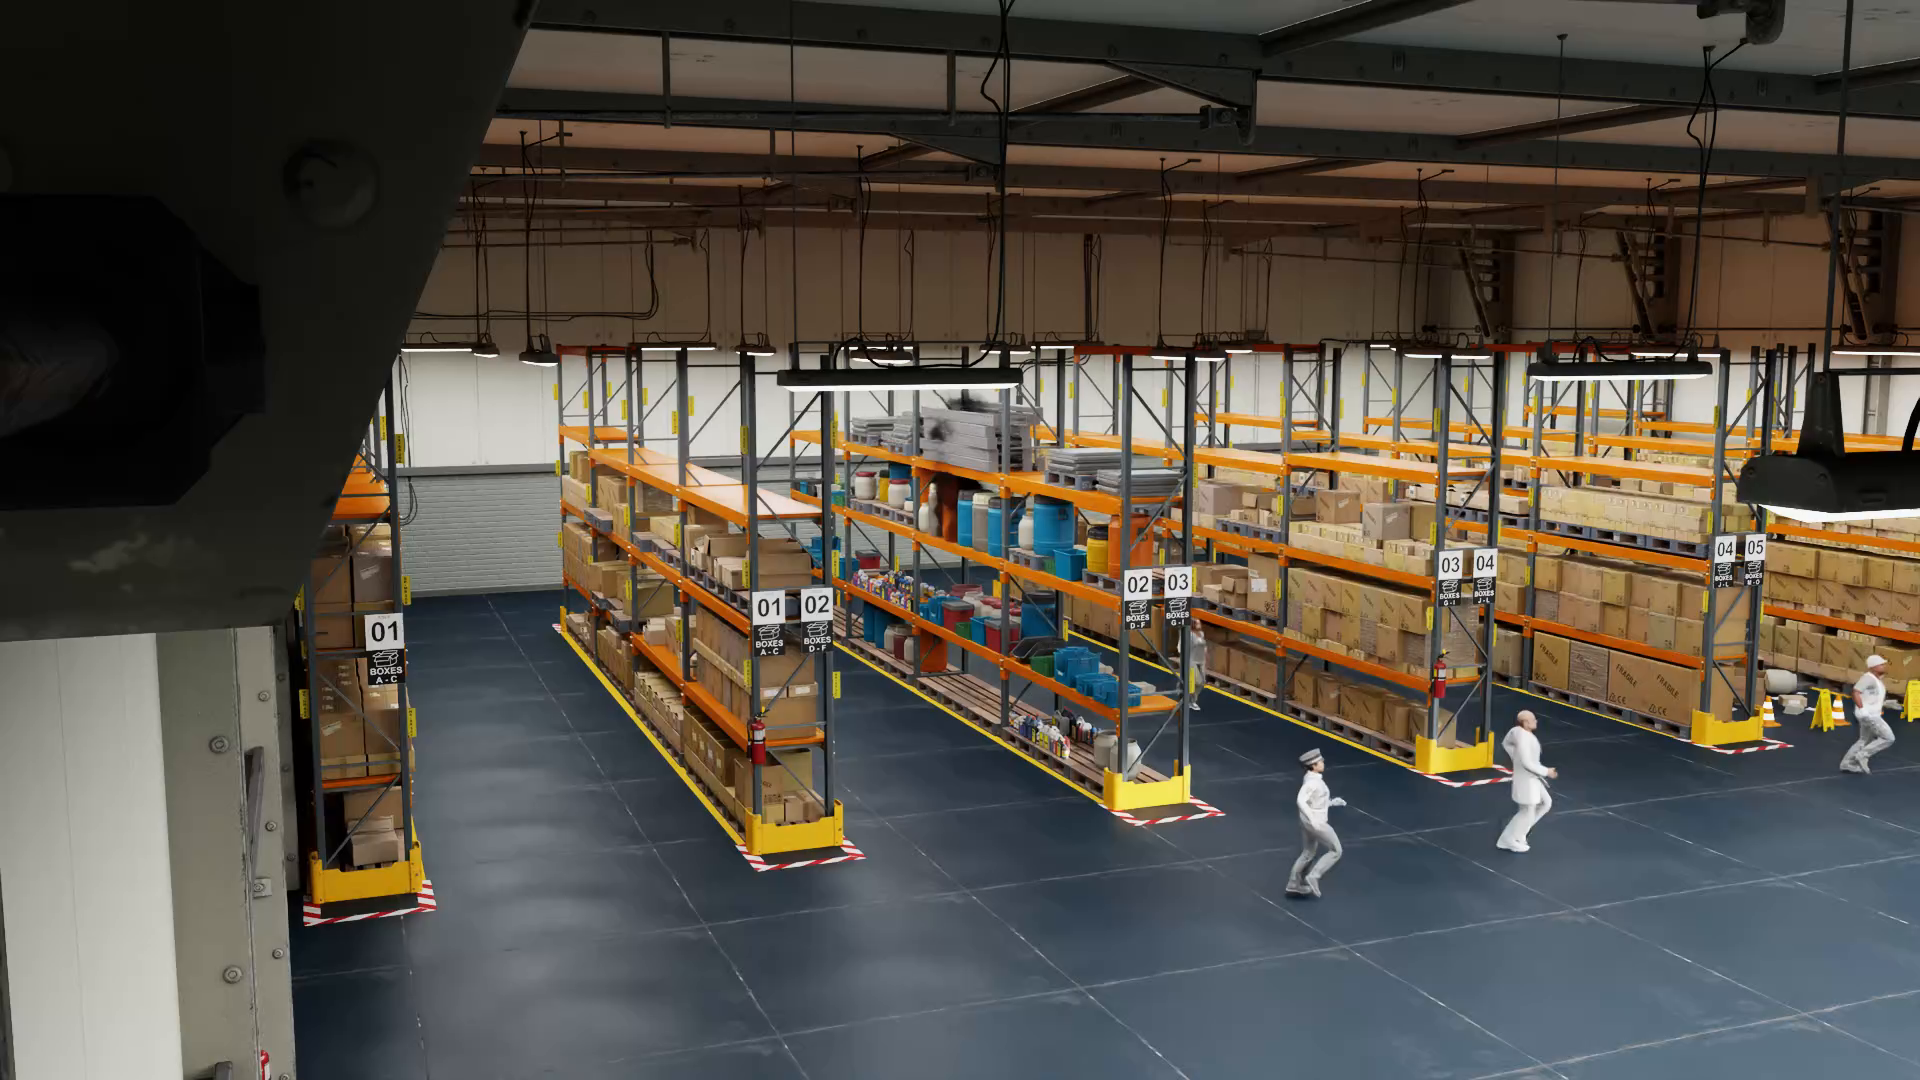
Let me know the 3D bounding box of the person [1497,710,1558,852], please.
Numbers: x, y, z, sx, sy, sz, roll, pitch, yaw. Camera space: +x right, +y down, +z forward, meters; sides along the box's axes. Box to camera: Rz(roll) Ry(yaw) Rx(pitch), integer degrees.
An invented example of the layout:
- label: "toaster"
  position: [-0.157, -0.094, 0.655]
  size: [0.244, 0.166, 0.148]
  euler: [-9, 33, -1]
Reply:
- label: "person"
  position: [6.885, 2.930, 20.172]
  size: [0.661, 1.698, 0.722]
  euler: [2, 7, 12]

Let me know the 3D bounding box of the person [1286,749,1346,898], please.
- label: "person"
  position: [3.986, 3.135, 18.519]
  size: [0.632, 1.650, 0.582]
  euler: [0, 7, -1]

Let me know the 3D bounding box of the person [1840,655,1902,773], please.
- label: "person"
  position: [12.946, 2.474, 23.600]
  size: [0.720, 1.706, 0.629]
  euler: [4, 8, 29]

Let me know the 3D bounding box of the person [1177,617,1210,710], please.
- label: "person"
  position: [3.928, 2.058, 27.687]
  size: [0.536, 1.555, 0.502]
  euler: [-5, 9, -34]
